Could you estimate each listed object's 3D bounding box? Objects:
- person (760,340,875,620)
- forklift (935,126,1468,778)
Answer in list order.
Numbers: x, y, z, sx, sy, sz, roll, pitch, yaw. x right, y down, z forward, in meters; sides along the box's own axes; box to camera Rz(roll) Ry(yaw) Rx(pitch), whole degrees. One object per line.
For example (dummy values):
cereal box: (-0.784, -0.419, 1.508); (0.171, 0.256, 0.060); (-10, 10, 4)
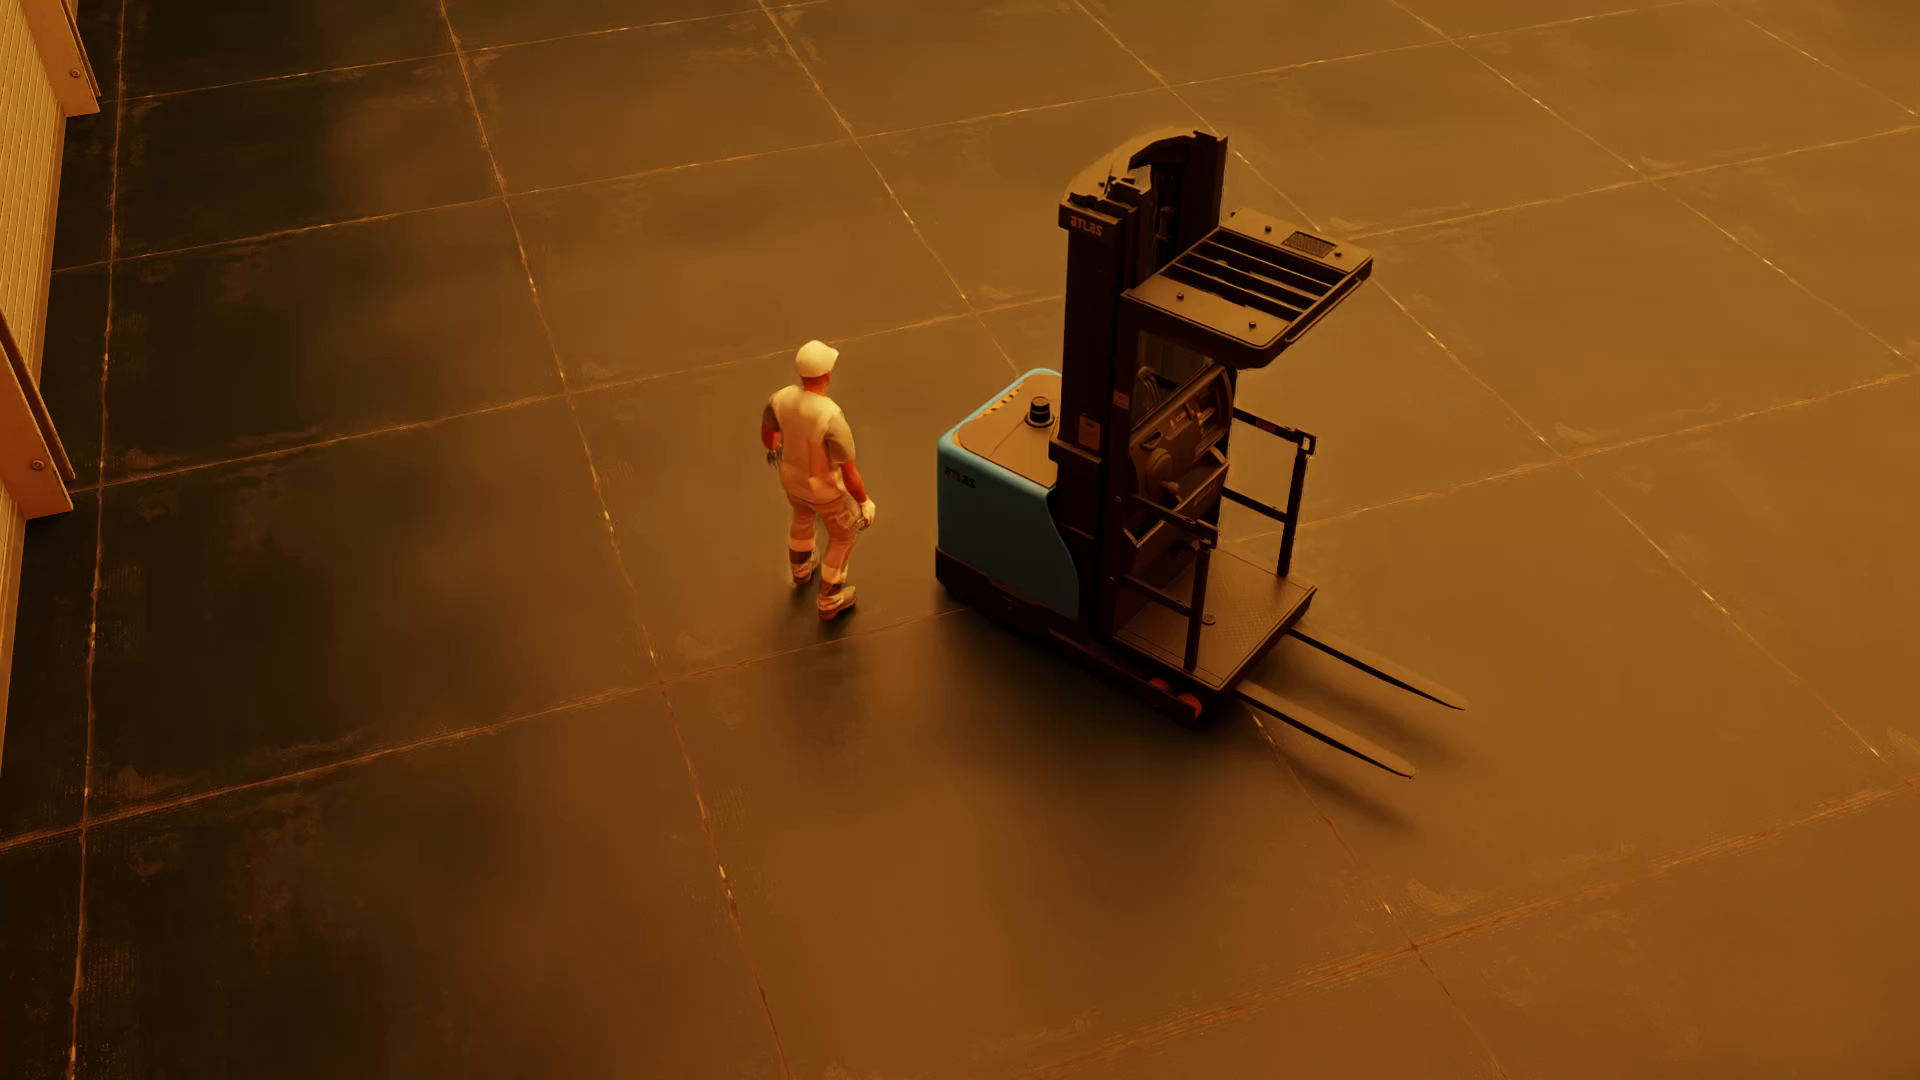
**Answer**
person: (-0.767, -0.356, 9.273); (0.793, 1.759, 0.472); (25, 46, 26)
forklift: (1.325, -0.512, 8.607); (3.031, 2.935, 1.130); (27, 47, 28)
